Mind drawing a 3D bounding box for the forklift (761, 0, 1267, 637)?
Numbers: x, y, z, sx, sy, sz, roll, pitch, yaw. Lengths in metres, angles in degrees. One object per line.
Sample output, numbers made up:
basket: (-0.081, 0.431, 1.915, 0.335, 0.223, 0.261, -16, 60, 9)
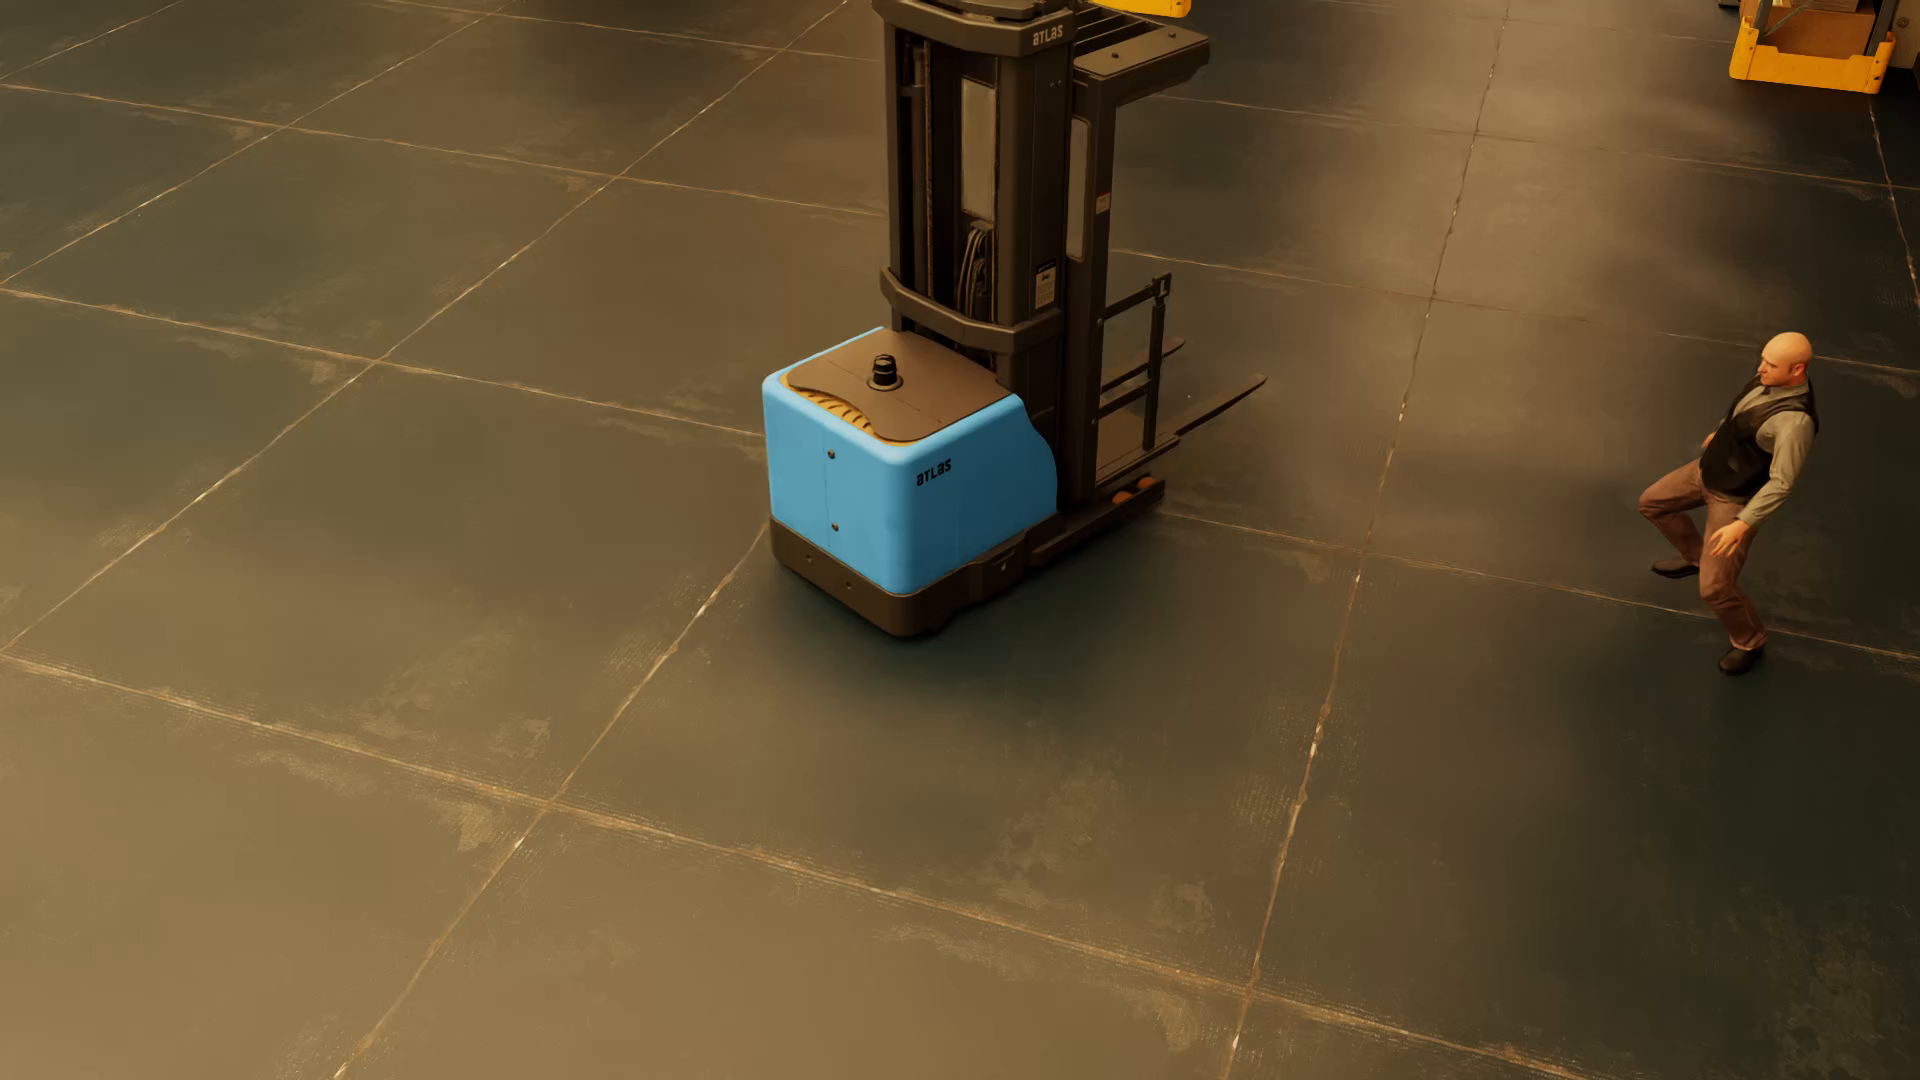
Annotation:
forklift: (0.451, -1.480, 8.198, 3.031, 2.935, 1.130, -29, 45, -35)

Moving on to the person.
person: (3.544, -0.256, 7.635, 0.594, 1.611, 0.915, 6, 36, 8)
